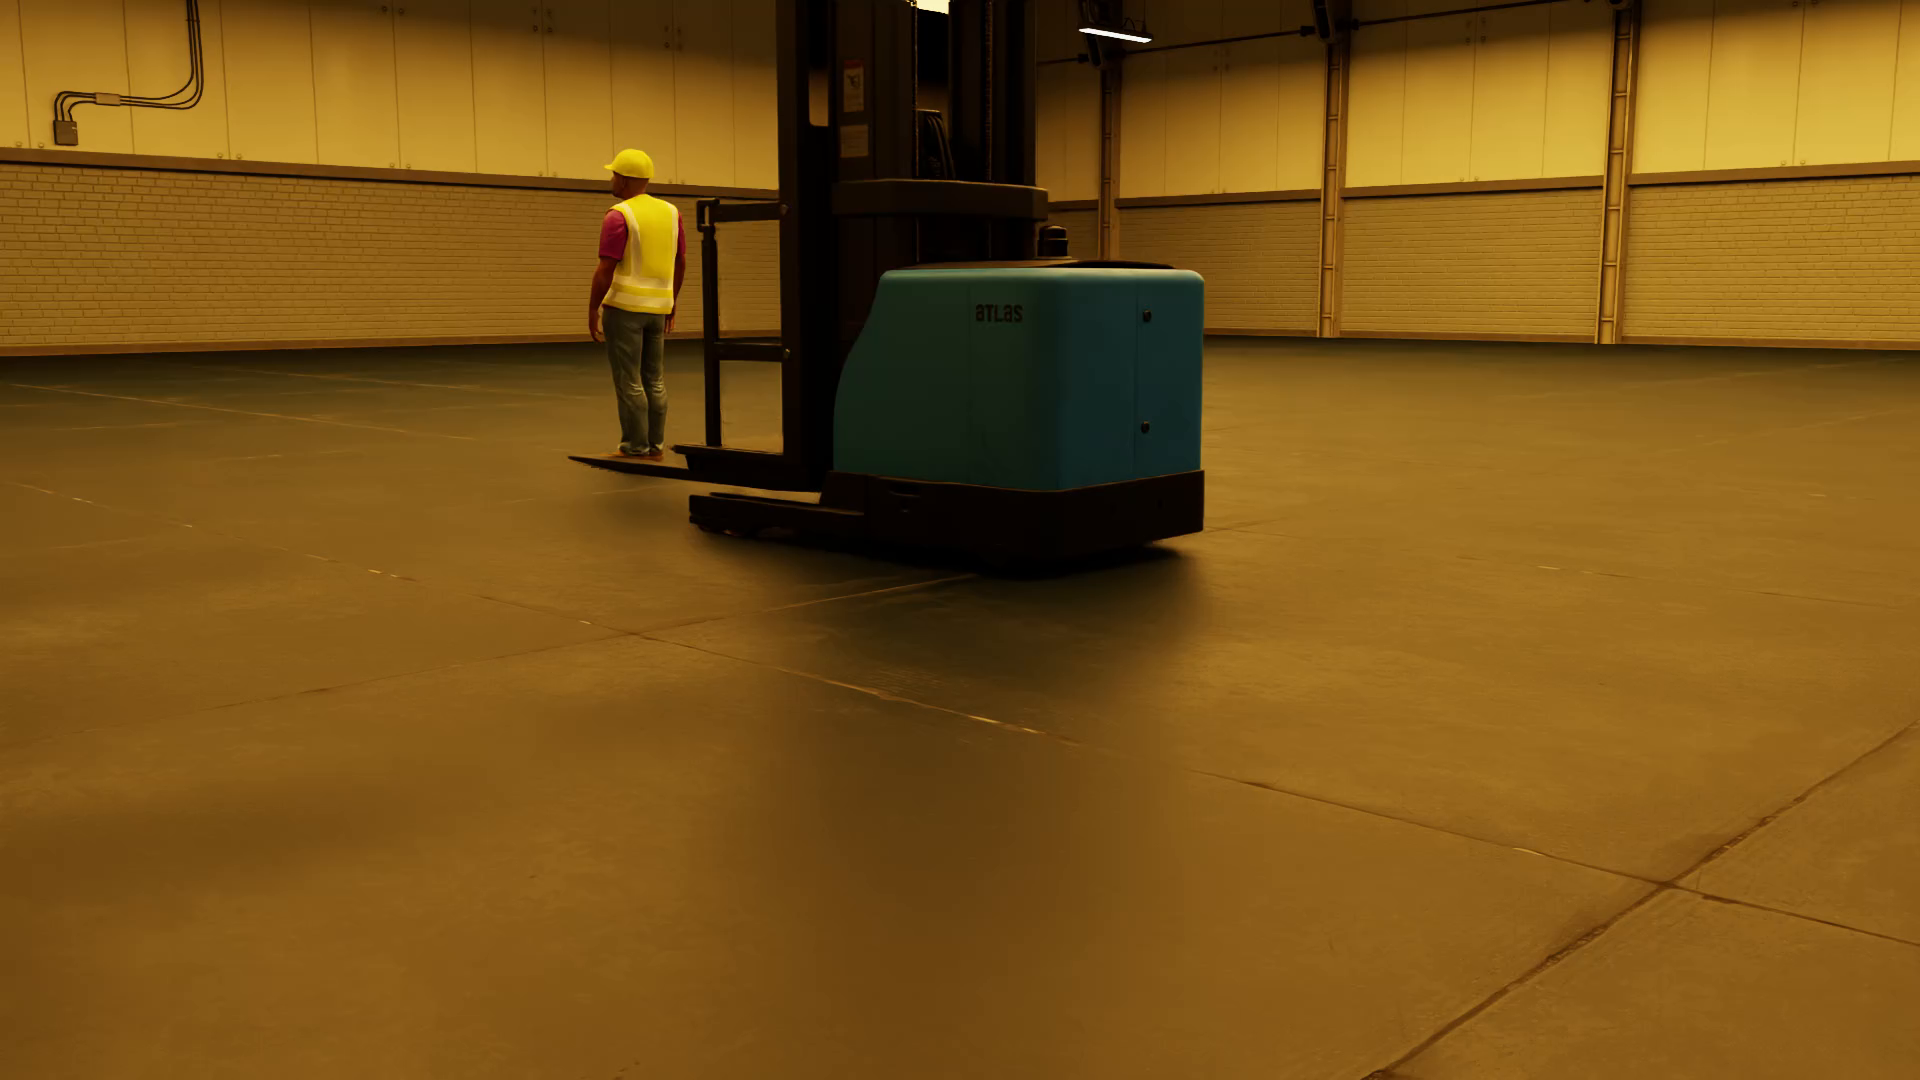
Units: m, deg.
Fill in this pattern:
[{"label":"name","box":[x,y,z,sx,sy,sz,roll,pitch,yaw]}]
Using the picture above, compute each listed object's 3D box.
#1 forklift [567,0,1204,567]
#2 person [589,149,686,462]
[{"label":"forklift","box":[-0.493,-1.510,6.902,3.031,2.935,1.130,7,11,41]},{"label":"person","box":[-1.888,-1.309,9.440,0.565,1.768,0.665,6,10,35]}]
